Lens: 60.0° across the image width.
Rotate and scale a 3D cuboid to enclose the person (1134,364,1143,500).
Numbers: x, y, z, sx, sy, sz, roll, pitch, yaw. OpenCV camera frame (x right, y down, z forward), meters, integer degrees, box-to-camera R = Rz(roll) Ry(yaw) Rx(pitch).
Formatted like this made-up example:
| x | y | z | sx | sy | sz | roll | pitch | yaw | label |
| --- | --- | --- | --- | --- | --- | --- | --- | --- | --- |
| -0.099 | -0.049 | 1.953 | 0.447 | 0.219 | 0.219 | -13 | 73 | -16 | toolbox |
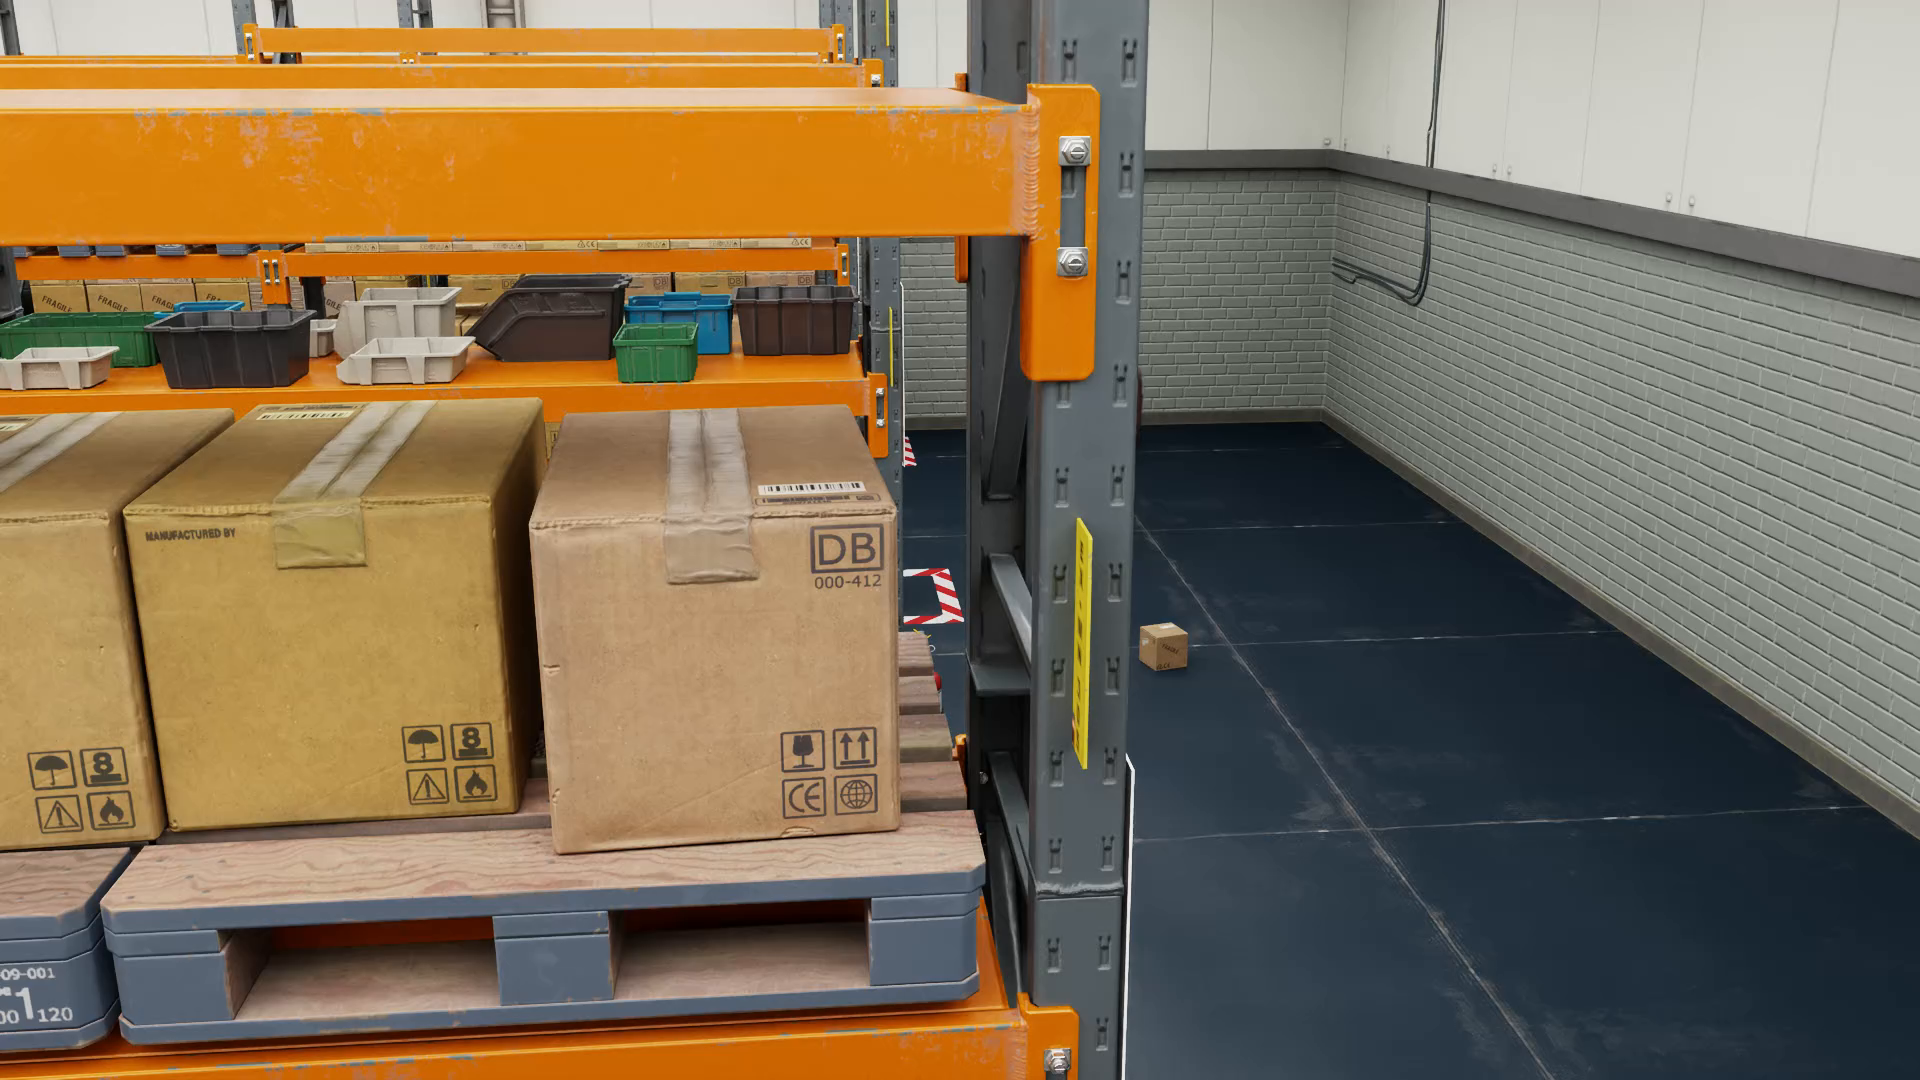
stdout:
| x | y | z | sx | sy | sz | roll | pitch | yaw | label |
| --- | --- | --- | --- | --- | --- | --- | --- | --- | --- |
| 1.398 | -1.102 | 15.236 | 0.569 | 1.731 | 1.047 | 3 | 17 | 9 | person |
